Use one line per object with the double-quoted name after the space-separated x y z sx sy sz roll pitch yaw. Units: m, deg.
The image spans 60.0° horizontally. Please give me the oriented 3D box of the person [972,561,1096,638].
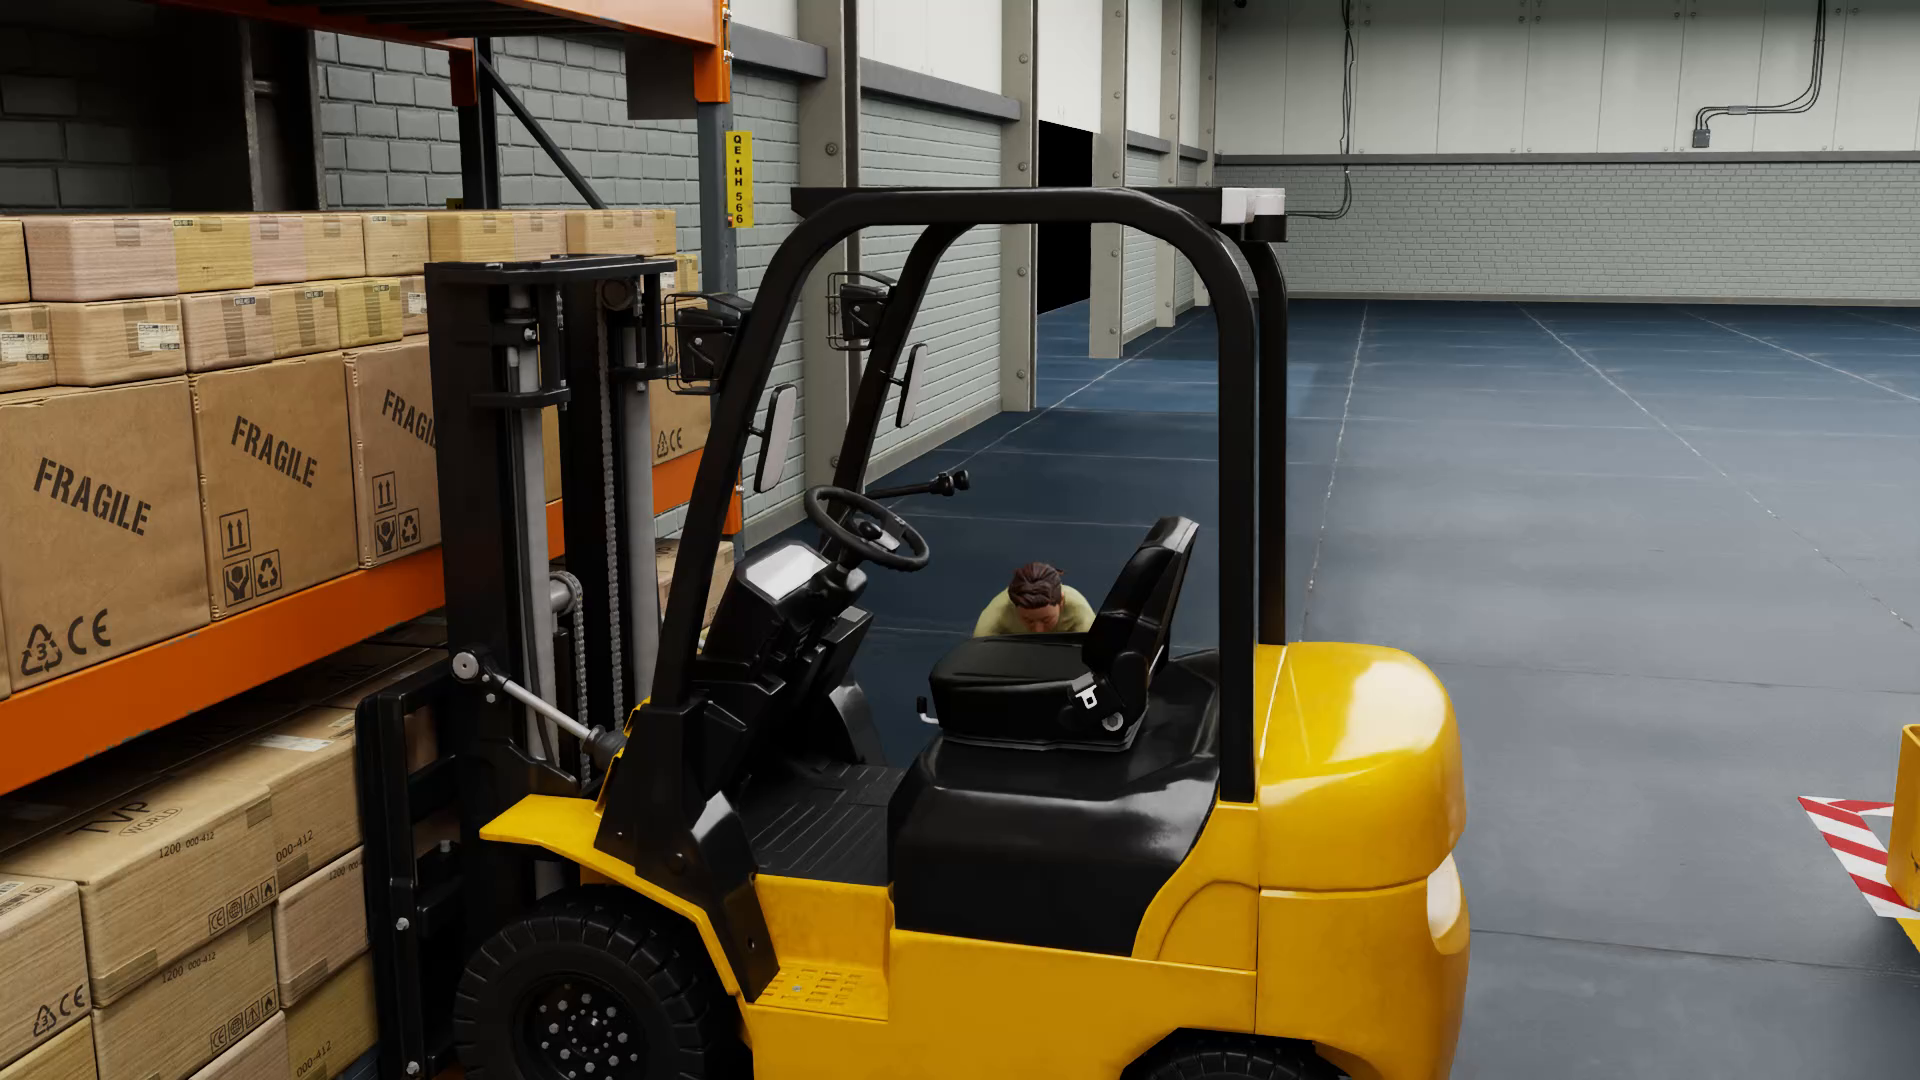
0.269 0.485 5.955 0.475 0.931 0.798 3 12 14 "person"
